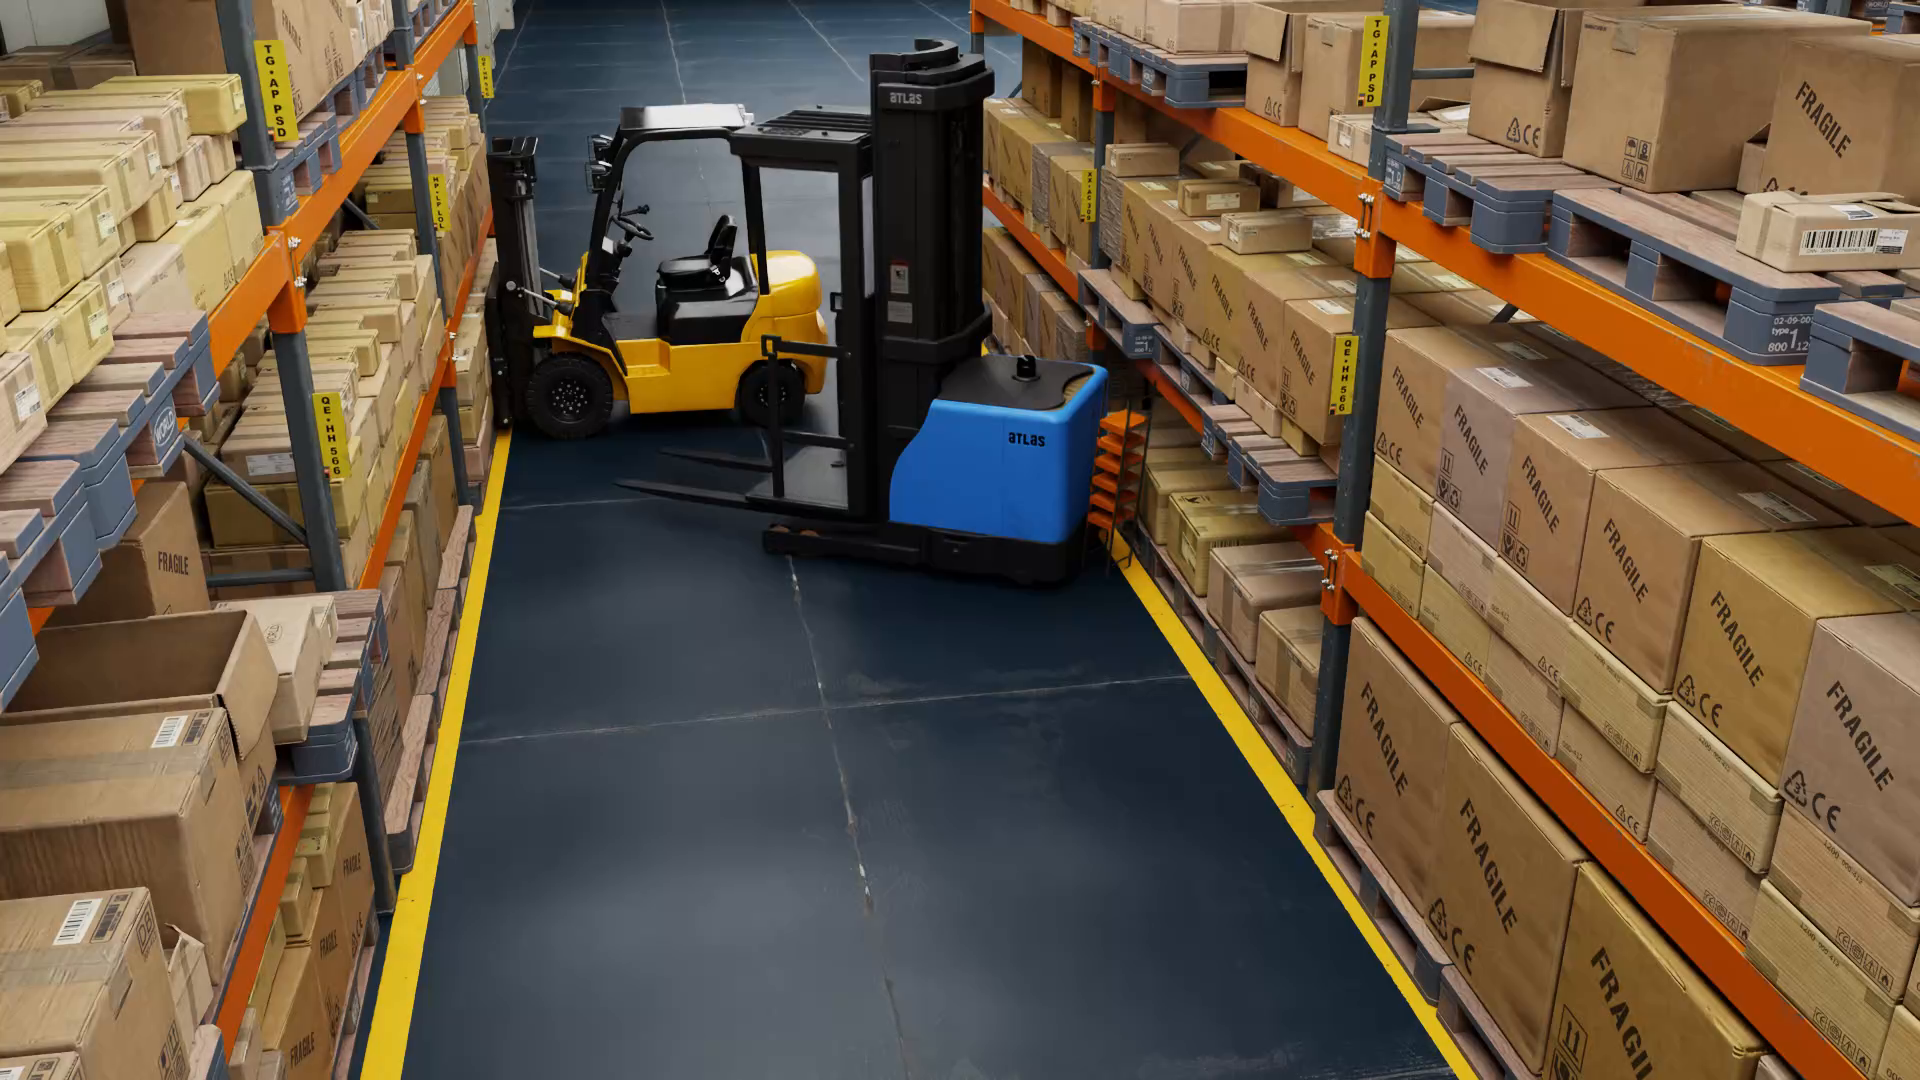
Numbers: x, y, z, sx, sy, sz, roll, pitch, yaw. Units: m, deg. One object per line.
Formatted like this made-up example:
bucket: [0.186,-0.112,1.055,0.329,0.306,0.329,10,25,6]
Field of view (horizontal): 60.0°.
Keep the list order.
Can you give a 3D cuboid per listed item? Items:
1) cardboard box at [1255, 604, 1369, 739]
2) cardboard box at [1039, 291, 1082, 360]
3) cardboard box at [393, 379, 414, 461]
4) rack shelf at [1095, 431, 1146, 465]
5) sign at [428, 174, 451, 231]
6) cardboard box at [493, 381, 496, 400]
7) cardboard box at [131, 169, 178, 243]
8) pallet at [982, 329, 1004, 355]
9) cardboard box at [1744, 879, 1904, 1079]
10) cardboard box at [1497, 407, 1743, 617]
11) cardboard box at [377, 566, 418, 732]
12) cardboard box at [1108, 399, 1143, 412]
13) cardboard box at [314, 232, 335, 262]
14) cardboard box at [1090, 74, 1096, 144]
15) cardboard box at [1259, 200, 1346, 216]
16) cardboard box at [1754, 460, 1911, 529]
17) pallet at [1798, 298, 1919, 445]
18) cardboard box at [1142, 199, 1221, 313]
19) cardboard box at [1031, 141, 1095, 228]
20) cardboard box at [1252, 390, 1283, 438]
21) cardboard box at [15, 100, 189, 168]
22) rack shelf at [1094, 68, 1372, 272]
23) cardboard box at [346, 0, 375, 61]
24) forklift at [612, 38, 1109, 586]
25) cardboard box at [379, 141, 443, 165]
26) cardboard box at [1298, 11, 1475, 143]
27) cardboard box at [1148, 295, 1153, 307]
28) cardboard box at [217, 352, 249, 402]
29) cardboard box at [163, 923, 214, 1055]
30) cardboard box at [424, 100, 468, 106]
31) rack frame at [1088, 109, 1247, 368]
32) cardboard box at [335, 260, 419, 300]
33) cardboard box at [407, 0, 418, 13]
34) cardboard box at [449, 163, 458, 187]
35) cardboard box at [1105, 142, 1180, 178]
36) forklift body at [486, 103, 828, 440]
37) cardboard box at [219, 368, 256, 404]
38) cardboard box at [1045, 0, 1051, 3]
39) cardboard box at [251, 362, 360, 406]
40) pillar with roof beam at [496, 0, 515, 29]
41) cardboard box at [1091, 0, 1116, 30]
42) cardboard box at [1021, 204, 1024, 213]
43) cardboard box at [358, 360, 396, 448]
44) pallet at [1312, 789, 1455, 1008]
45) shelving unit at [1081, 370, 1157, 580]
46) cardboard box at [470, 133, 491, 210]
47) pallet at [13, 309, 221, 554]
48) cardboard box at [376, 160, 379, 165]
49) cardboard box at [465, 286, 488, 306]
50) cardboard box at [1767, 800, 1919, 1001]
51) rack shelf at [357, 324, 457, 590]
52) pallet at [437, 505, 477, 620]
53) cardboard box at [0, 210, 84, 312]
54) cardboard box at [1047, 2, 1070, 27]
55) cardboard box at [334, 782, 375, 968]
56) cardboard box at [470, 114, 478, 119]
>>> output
cardboard box: [1.978,0.582,7.928,0.950,0.372,0.625,-6,24,-13]
cardboard box: [0.864,-1.469,11.839,0.500,0.500,0.500,-4,24,-9]
cardboard box: [-2.931,-0.566,7.986,0.500,0.250,0.500,-4,24,-8]
rack shelf: [0.924,-0.539,9.481,0.180,0.103,0.258,26,34,35]
sign: [-3.013,-1.949,9.618,0.100,0.325,0.005,-4,24,-10]
cardboard box: [-3.603,-1.159,12.067,0.500,0.250,0.500,-4,24,-8]
cardboard box: [-2.362,-0.902,4.508,0.380,0.149,0.250,-4,24,-10]
pallet: [0.723,-1.723,13.932,1.003,0.211,1.213,-4,24,-10]
cardboard box: [2.388,1.077,4.223,0.500,0.250,0.500,-5,24,-10]
cardboard box: [2.105,-0.100,5.356,0.500,0.500,0.500,-4,24,-8]
cardboard box: [-3.035,0.555,7.673,0.875,0.625,0.625,-4,24,-8]
cardboard box: [0.959,-0.925,11.531,0.500,0.250,0.500,-3,24,-7]
cardboard box: [-3.690,-1.600,9.231,0.380,0.149,0.250,-5,24,-11]
cardboard box: [1.325,-3.011,11.652,0.700,0.500,0.500,-5,24,-11]
cardboard box: [1.826,-1.591,9.125,0.500,0.500,0.500,-3,24,-8]
cardboard box: [2.700,0.070,4.968,0.500,0.500,0.500,-5,24,-11]
pallet: [2.594,-0.277,3.628,0.805,0.209,1.217,-5,24,-12]
cardboard box: [1.309,-1.556,9.045,0.500,0.500,0.500,-4,24,-10]
cardboard box: [0.804,-2.524,11.785,0.500,0.500,0.500,-4,24,-8]
cardboard box: [1.569,-0.591,7.645,0.380,0.149,0.250,-5,24,-10]
cardboard box: [-2.407,-1.137,4.676,0.380,0.149,0.250,-5,24,-11]
rack shelf: [1.703,-2.038,8.320,1.077,0.370,4.000,-4,24,-10]
cardboard box: [-3.029,-2.415,7.745,0.500,0.311,0.500,-5,24,-12]
forklift: [-0.668,-1.424,9.847,3.031,2.935,1.130,8,25,18]
cardboard box: [-3.628,-2.539,11.008,0.380,0.149,0.250,-4,24,-10]
cardboard box: [1.907,-2.001,7.210,0.700,0.500,0.500,-4,24,-10]
cardboard box: [1.290,-1.412,9.524,0.380,0.149,0.250,-3,24,-6]
cardboard box: [-3.296,-0.695,7.158,0.380,0.149,0.250,-4,24,-10]
cardboard box: [-1.945,1.030,3.788,0.396,0.266,0.258,-3,24,-7]
cardboard box: [-3.935,-3.244,12.623,0.380,0.149,0.250,-4,24,-10]
rack frame: [1.333,-1.780,10.578,1.000,3.000,0.127,-4,24,-10]
cardboard box: [-3.025,-1.342,8.640,0.380,0.149,0.250,-5,24,-11]
cardboard box: [-3.329,-3.108,9.535,0.380,0.149,0.250,-4,24,-9]
cardboard box: [-3.553,-2.405,11.073,0.380,0.149,0.250,-5,24,-11]
cardboard box: [1.072,-2.241,9.801,0.380,0.149,0.250,-4,24,-10]
forklift body: [-2.141,-1.985,12.107,2.313,2.155,1.214,-4,24,-10]
cardboard box: [-3.347,-0.553,7.330,0.500,0.250,0.500,-4,24,-10]
cardboard box: [0.812,-3.776,11.216,0.500,0.250,0.500,-5,24,-11]
cardboard box: [-2.759,-0.634,7.019,0.380,0.149,0.250,-4,24,-9]
pillar with roof beam: [-5.248,-15.152,33.699,9.100,9.000,0.400,-4,24,-10]
cardboard box: [1.047,-3.019,9.329,0.500,0.250,0.500,-5,24,-11]
cardboard box: [0.673,-2.579,12.720,0.380,0.149,0.250,-3,24,-8]
cardboard box: [-2.817,-0.595,7.427,0.500,0.250,0.500,-5,24,-11]
pallet: [2.144,1.387,6.811,1.003,0.211,1.213,-4,24,-10]
shelving unit: [0.909,-0.366,9.571,0.189,1.200,0.258,26,34,35]
cardboard box: [-3.935,-2.856,12.917,0.500,0.500,0.500,-5,24,-11]
pallet: [-2.312,-0.222,3.498,1.213,0.211,1.003,-4,24,-10]
cardboard box: [-4.215,-2.570,11.452,0.380,0.149,0.250,-4,24,-10]
cardboard box: [-3.603,-1.619,11.871,0.500,0.250,0.500,-5,24,-11]
cardboard box: [2.392,0.855,4.108,0.500,0.250,0.500,-4,24,-8]
rack shelf: [-3.175,-0.295,8.076,1.077,0.370,4.000,-4,24,-10]
pallet: [-3.370,0.154,9.634,1.003,0.211,1.213,-4,24,-10]
cardboard box: [-1.995,-0.550,3.307,0.380,0.149,0.250,-4,24,-9]
cardboard box: [0.798,-3.547,11.190,0.380,0.149,0.250,-4,24,-8]
cardboard box: [-2.516,1.266,6.203,0.500,0.500,0.500,-4,24,-8]
cardboard box: [-3.945,-3.212,12.921,0.380,0.149,0.250,-4,24,-9]
